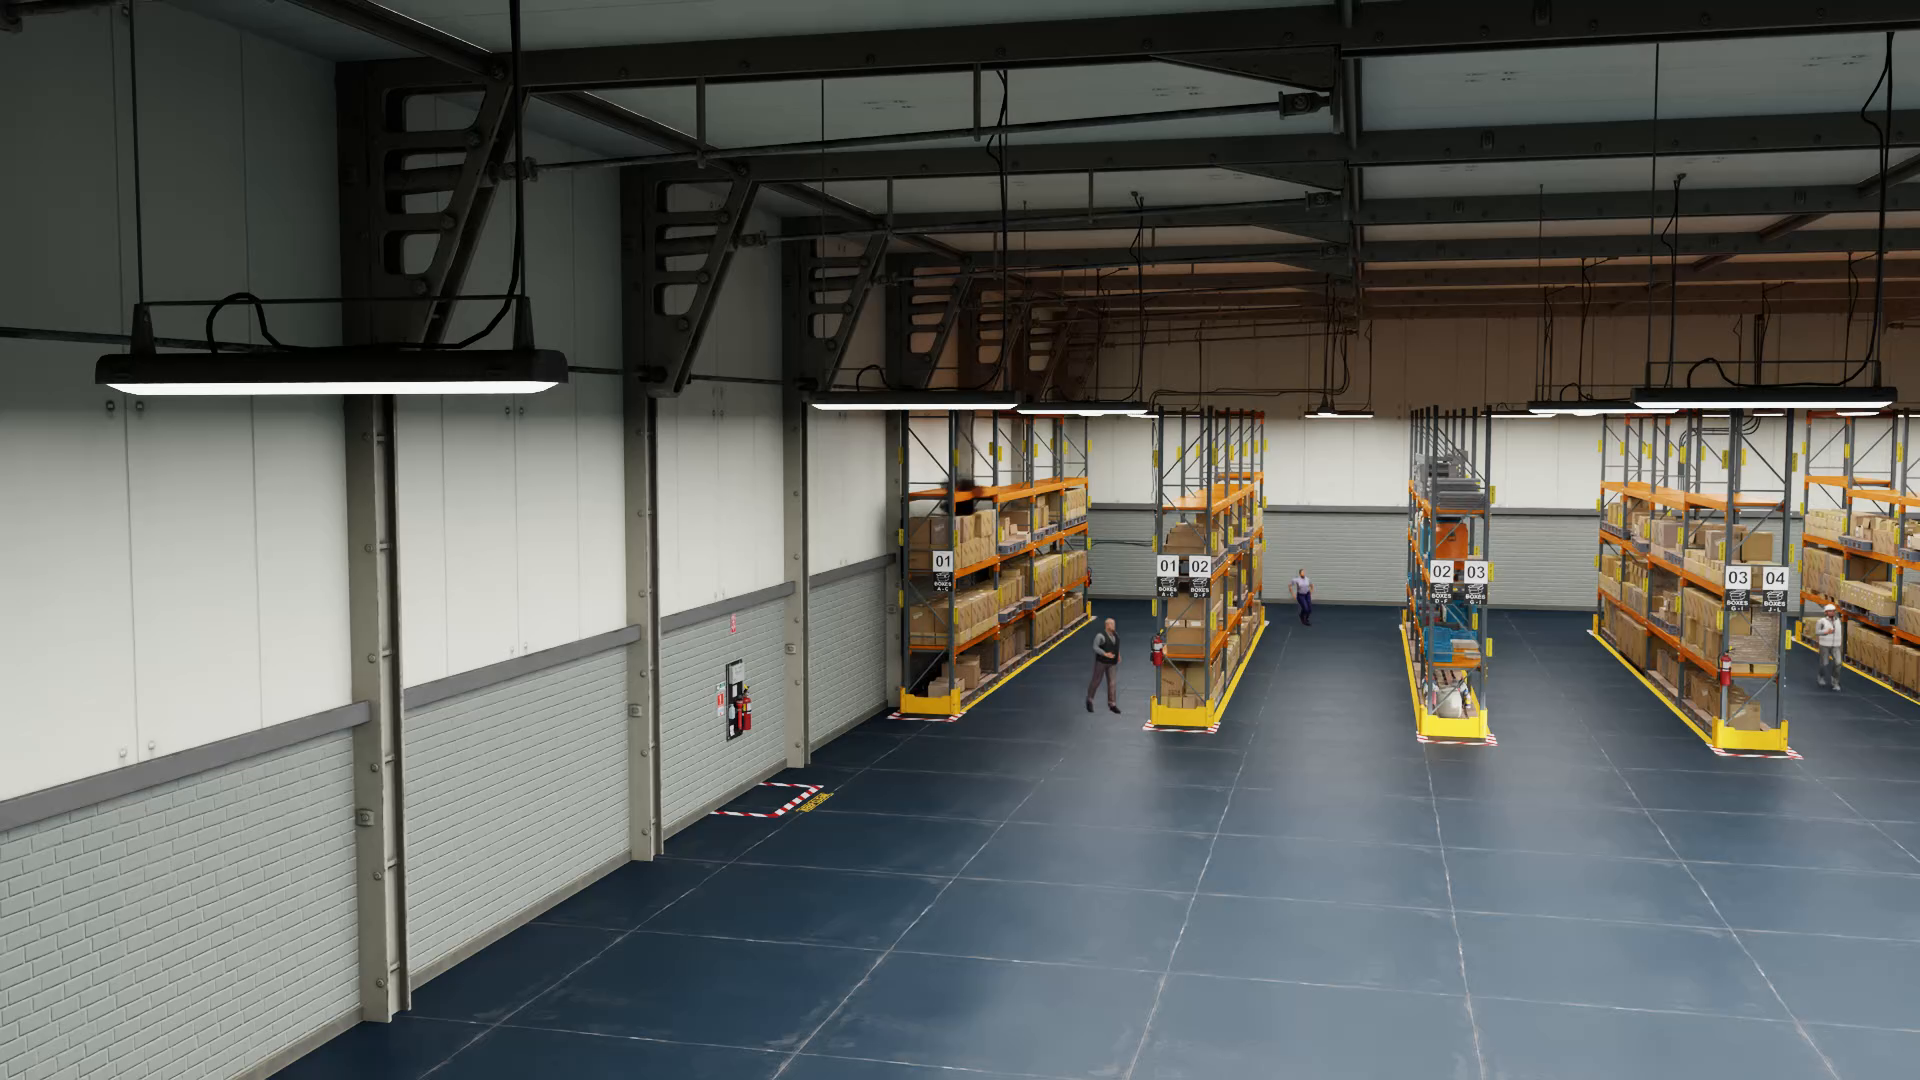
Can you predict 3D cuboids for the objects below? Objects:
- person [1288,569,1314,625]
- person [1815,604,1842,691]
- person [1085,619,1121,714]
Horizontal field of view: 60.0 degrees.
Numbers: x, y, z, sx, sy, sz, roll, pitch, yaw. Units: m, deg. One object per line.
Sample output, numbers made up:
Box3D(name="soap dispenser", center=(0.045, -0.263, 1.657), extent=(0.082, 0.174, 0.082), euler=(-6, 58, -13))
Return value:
Box3D(name="person", center=(9.577, 1.601, 46.419), extent=(0.700, 1.591, 0.568), euler=(-1, 4, -18))
Box3D(name="person", center=(18.587, 2.281, 35.538), extent=(0.641, 1.820, 0.740), euler=(1, 4, 8))
Box3D(name="person", center=(2.772, 2.355, 31.100), extent=(0.716, 1.778, 0.846), euler=(-3, 5, -38))
